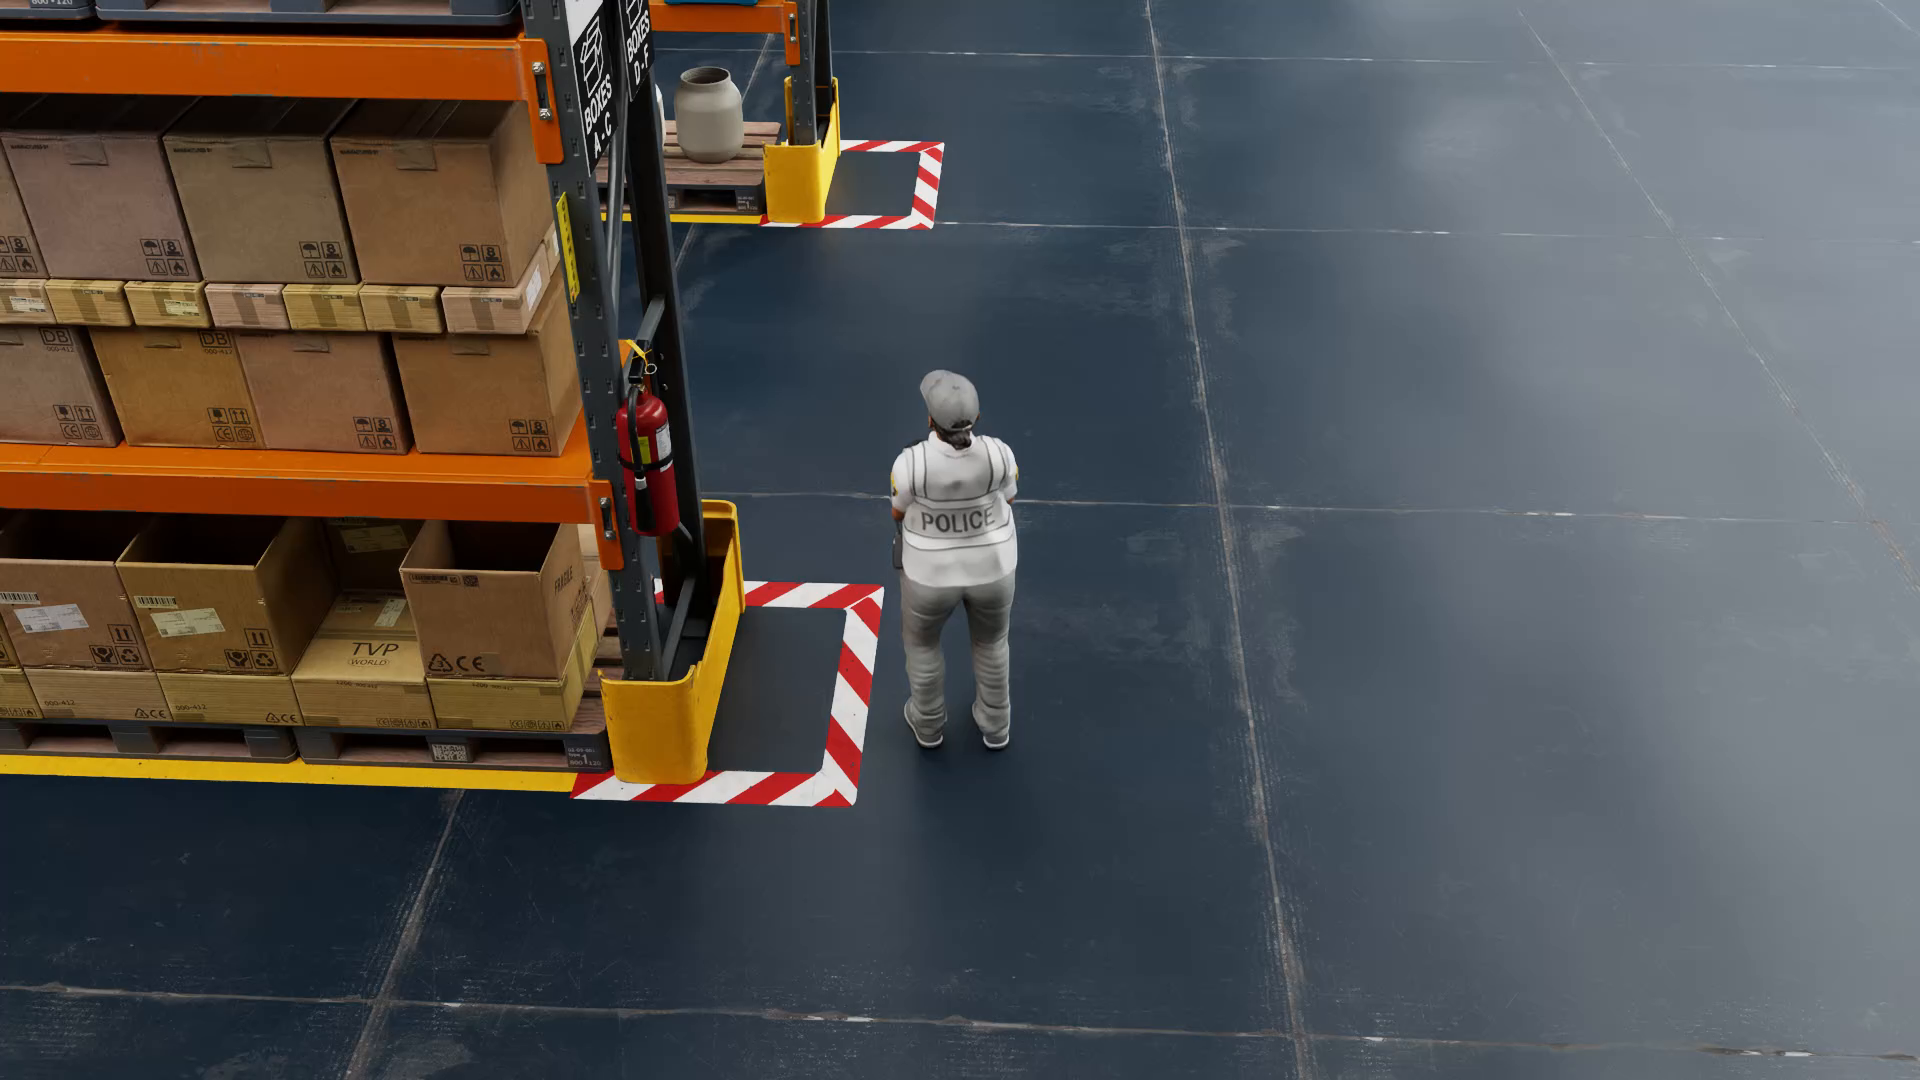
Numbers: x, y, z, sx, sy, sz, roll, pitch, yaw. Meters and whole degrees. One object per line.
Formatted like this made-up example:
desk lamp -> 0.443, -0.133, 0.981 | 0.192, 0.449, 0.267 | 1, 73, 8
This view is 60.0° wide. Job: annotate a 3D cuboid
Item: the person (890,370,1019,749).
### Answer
person -> -0.033, 0.058, 6.073 | 0.453, 1.653, 0.541 | -6, 36, -9
